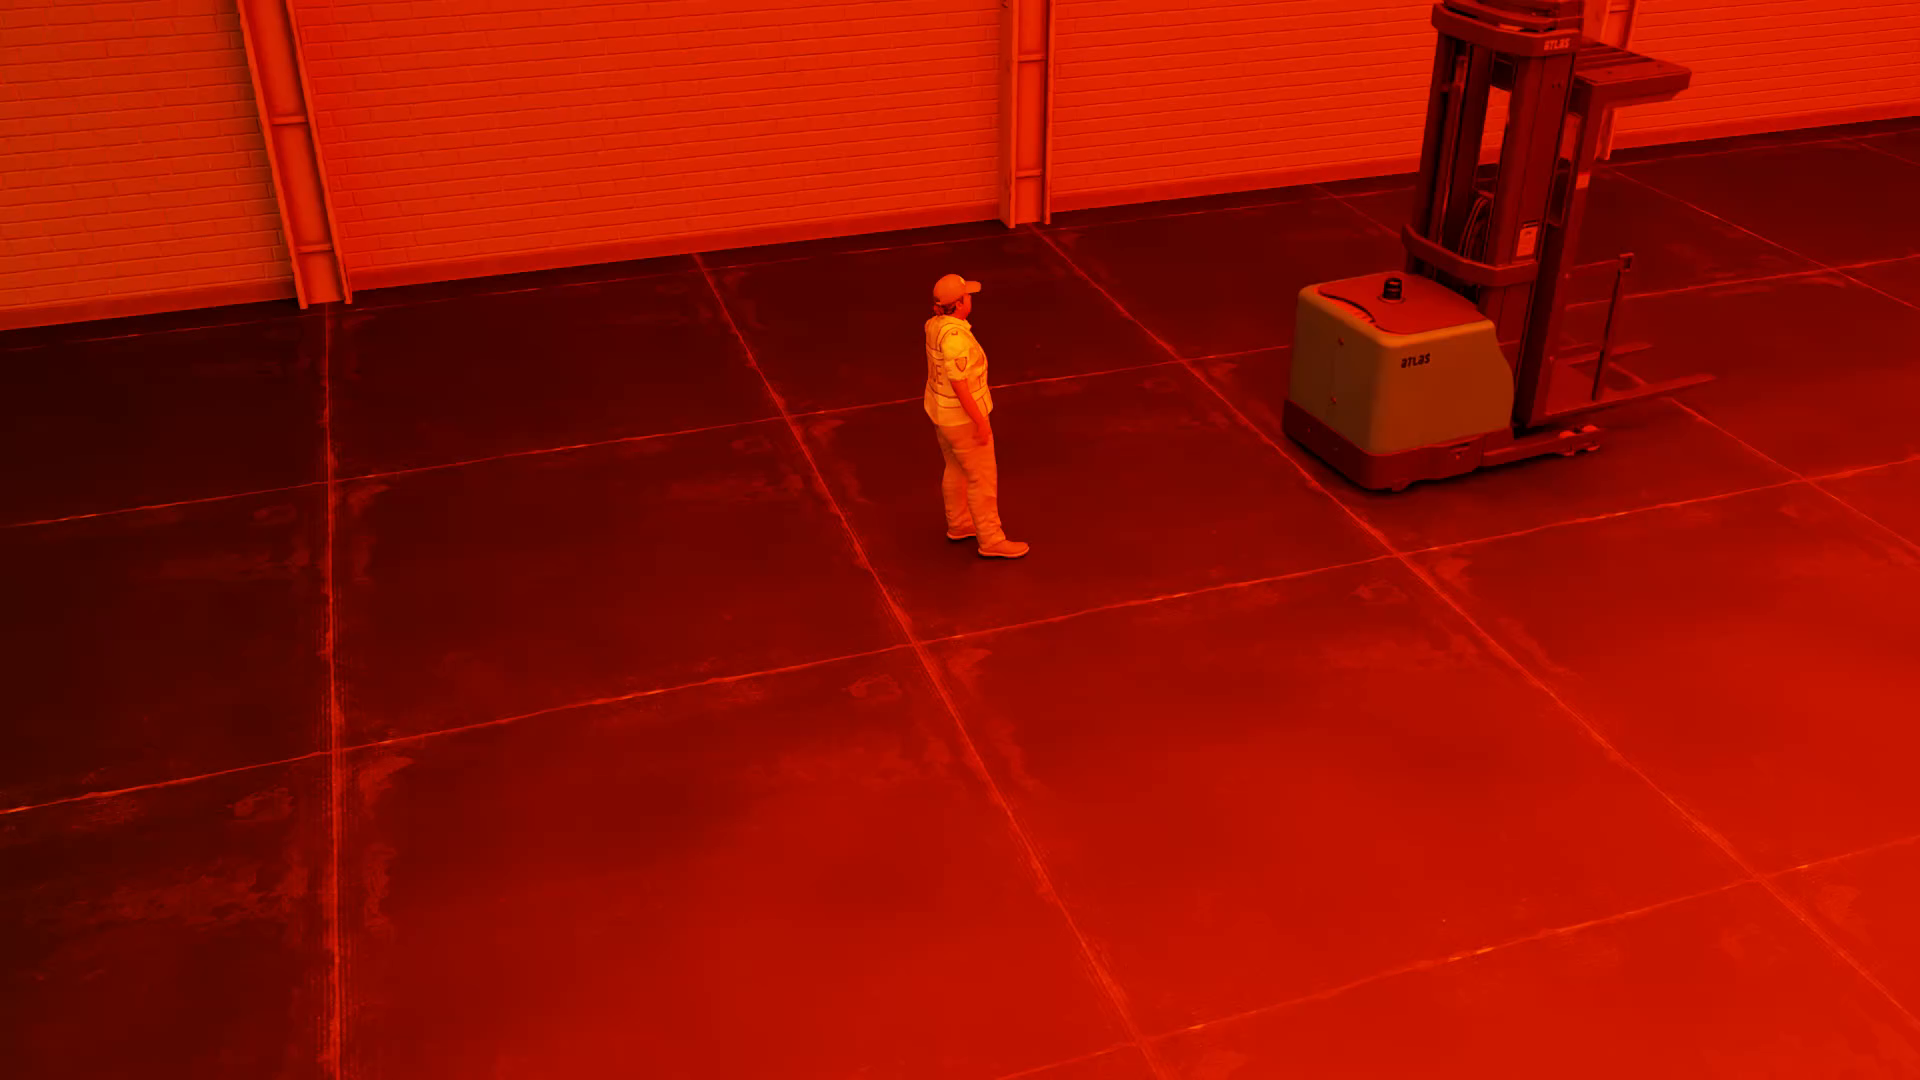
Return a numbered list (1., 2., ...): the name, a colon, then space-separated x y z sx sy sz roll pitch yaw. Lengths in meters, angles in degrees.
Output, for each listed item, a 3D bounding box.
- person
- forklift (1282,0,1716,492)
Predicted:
1. person: 0.080 -0.731 9.609 0.529 1.670 0.598 -10 31 -16
2. forklift: 3.728 -2.051 10.652 3.031 2.935 1.130 -12 32 -20
